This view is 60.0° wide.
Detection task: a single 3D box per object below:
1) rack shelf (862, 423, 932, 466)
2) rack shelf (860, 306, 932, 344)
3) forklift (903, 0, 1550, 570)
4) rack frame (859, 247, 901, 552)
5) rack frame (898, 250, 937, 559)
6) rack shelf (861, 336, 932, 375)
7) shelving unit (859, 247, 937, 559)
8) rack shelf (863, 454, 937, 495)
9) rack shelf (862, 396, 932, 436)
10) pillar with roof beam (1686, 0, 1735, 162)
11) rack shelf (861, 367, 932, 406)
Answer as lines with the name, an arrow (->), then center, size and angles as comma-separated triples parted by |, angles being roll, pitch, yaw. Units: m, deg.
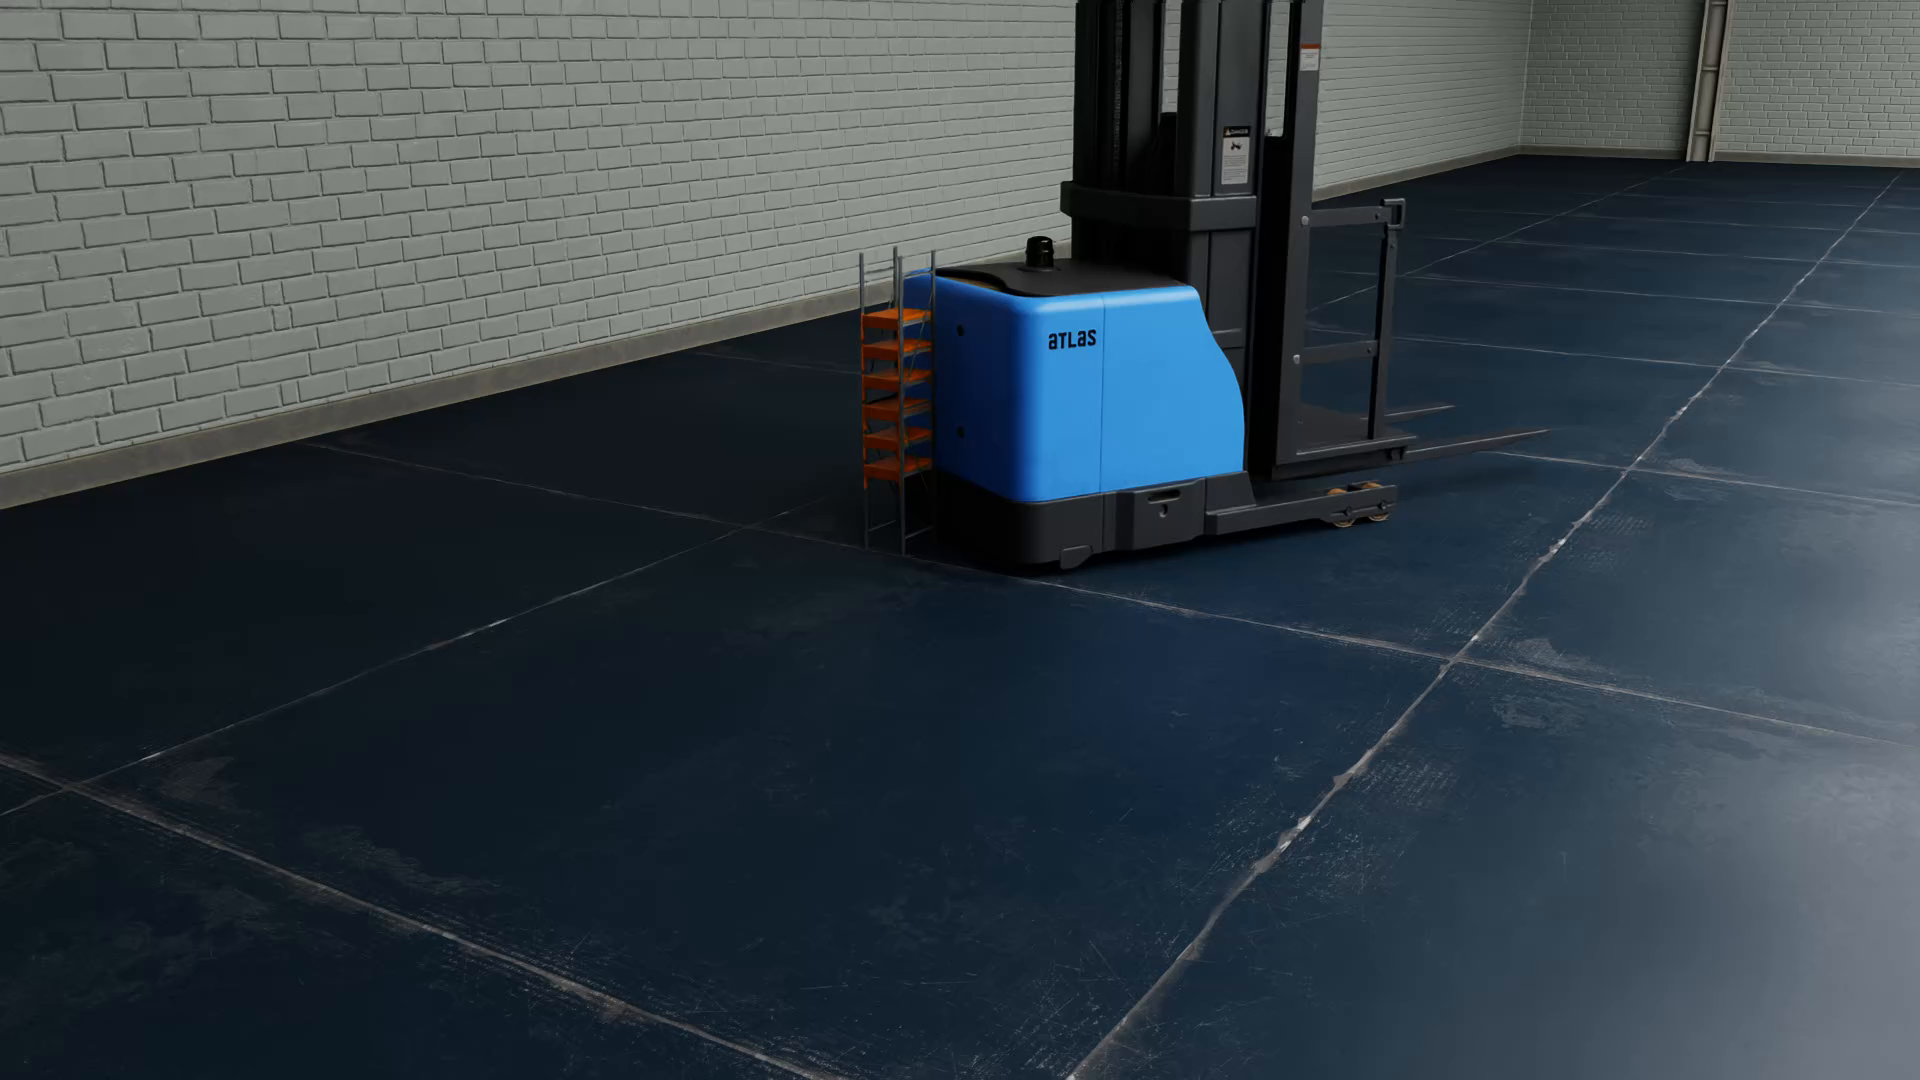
rack shelf -> -0.241, -0.384, 6.648 | 0.180, 0.103, 0.258 | 11, 20, 32
rack shelf -> -0.241, -0.844, 6.508 | 0.180, 0.103, 0.258 | 11, 20, 32
forklift -> 1.291, -1.577, 7.030 | 3.031, 2.935, 1.130 | -9, 19, -28
rack frame -> -0.317, -0.556, 6.649 | 0.006, 1.200, 0.240 | 11, 20, 32
rack frame -> -0.165, -0.527, 6.551 | 0.006, 1.200, 0.240 | 11, 20, 32
rack shelf -> -0.241, -0.729, 6.543 | 0.180, 0.103, 0.258 | 11, 20, 32
shelving unit -> -0.241, -0.542, 6.600 | 0.189, 1.200, 0.258 | 11, 20, 32
rack shelf -> -0.241, -0.269, 6.682 | 0.180, 0.103, 0.258 | 11, 20, 32
rack shelf -> -0.241, -0.499, 6.613 | 0.180, 0.103, 0.258 | 11, 20, 32
pillar with roof beam -> 10.025, -9.531, 22.777 | 0.400, 9.000, 9.100 | 10, 20, 30
rack shelf -> -0.241, -0.614, 6.578 | 0.180, 0.103, 0.258 | 11, 20, 32
